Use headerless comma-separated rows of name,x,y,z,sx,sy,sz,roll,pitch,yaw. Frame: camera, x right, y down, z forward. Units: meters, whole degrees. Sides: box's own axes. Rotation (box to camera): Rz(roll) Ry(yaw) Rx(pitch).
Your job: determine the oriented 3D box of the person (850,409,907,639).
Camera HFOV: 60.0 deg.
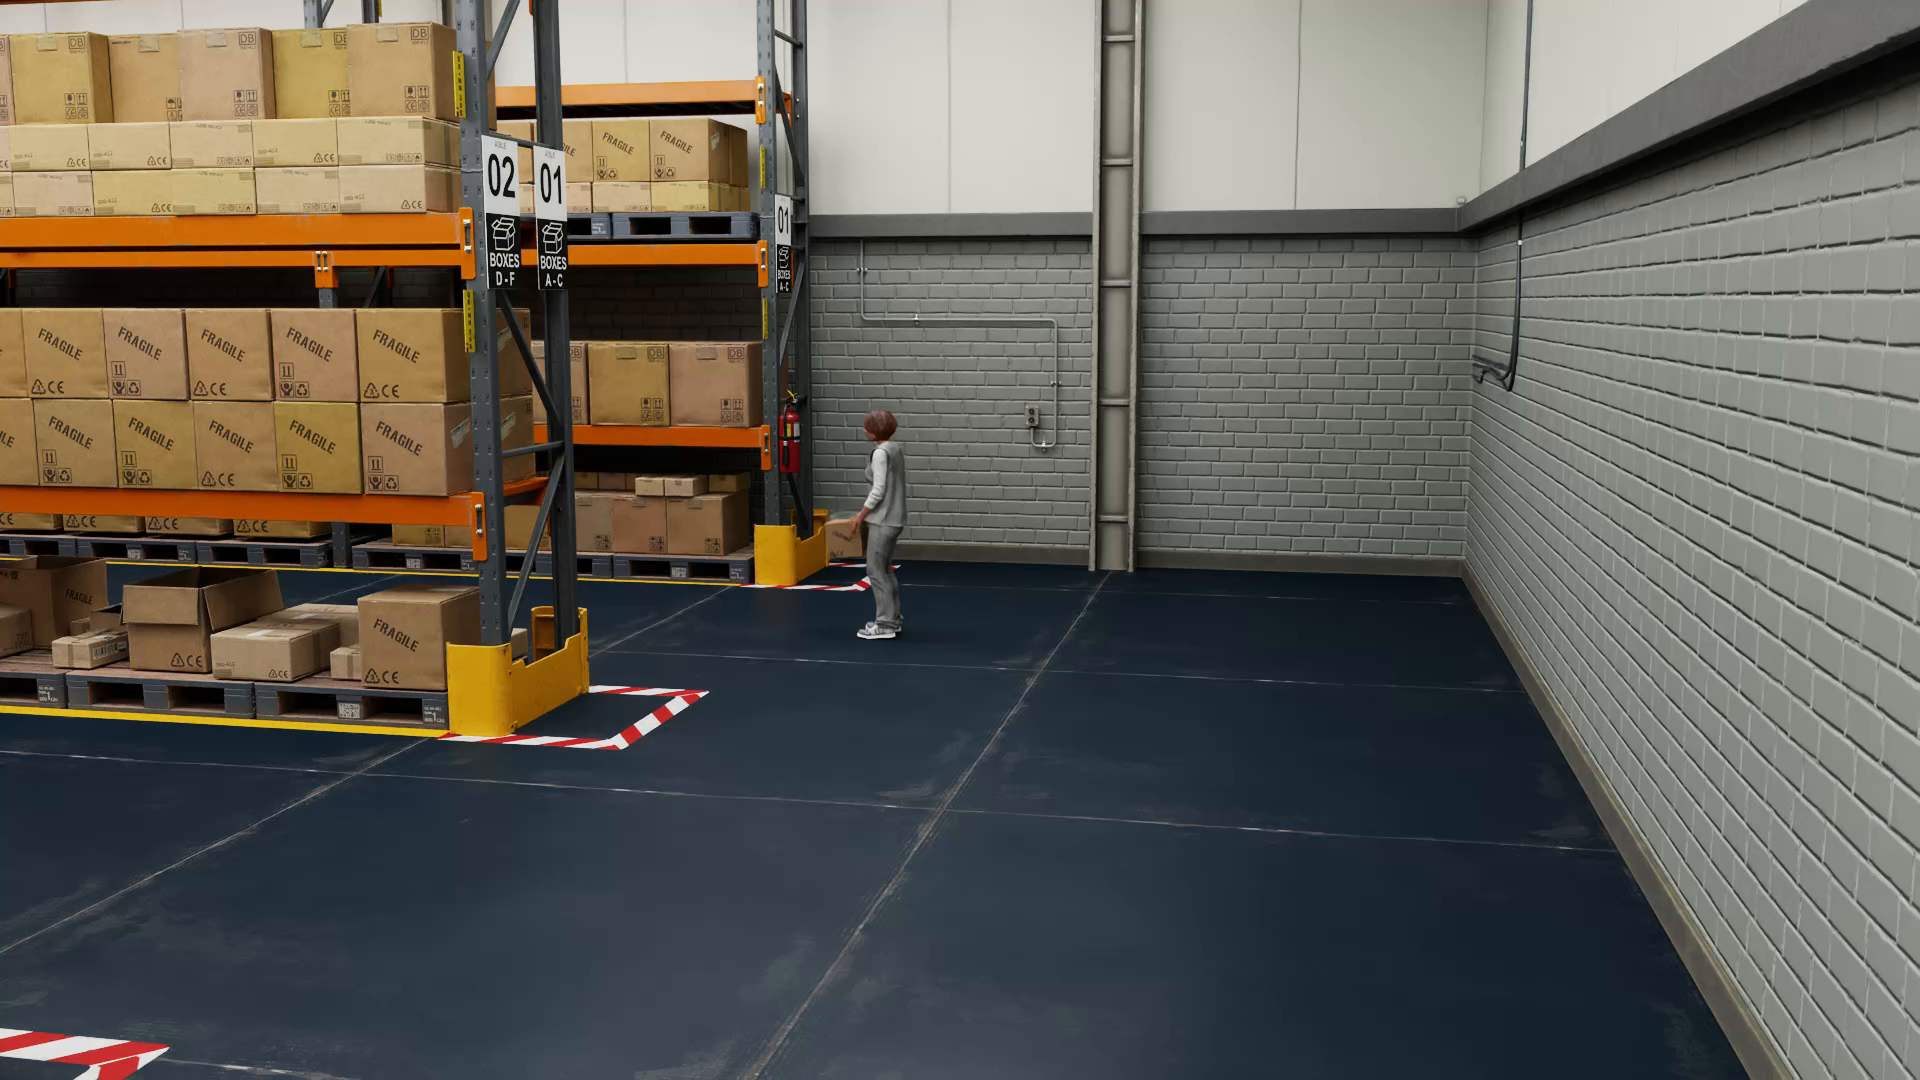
person,-0.560,-0.107,11.634,0.371,1.585,0.445,1,8,10
